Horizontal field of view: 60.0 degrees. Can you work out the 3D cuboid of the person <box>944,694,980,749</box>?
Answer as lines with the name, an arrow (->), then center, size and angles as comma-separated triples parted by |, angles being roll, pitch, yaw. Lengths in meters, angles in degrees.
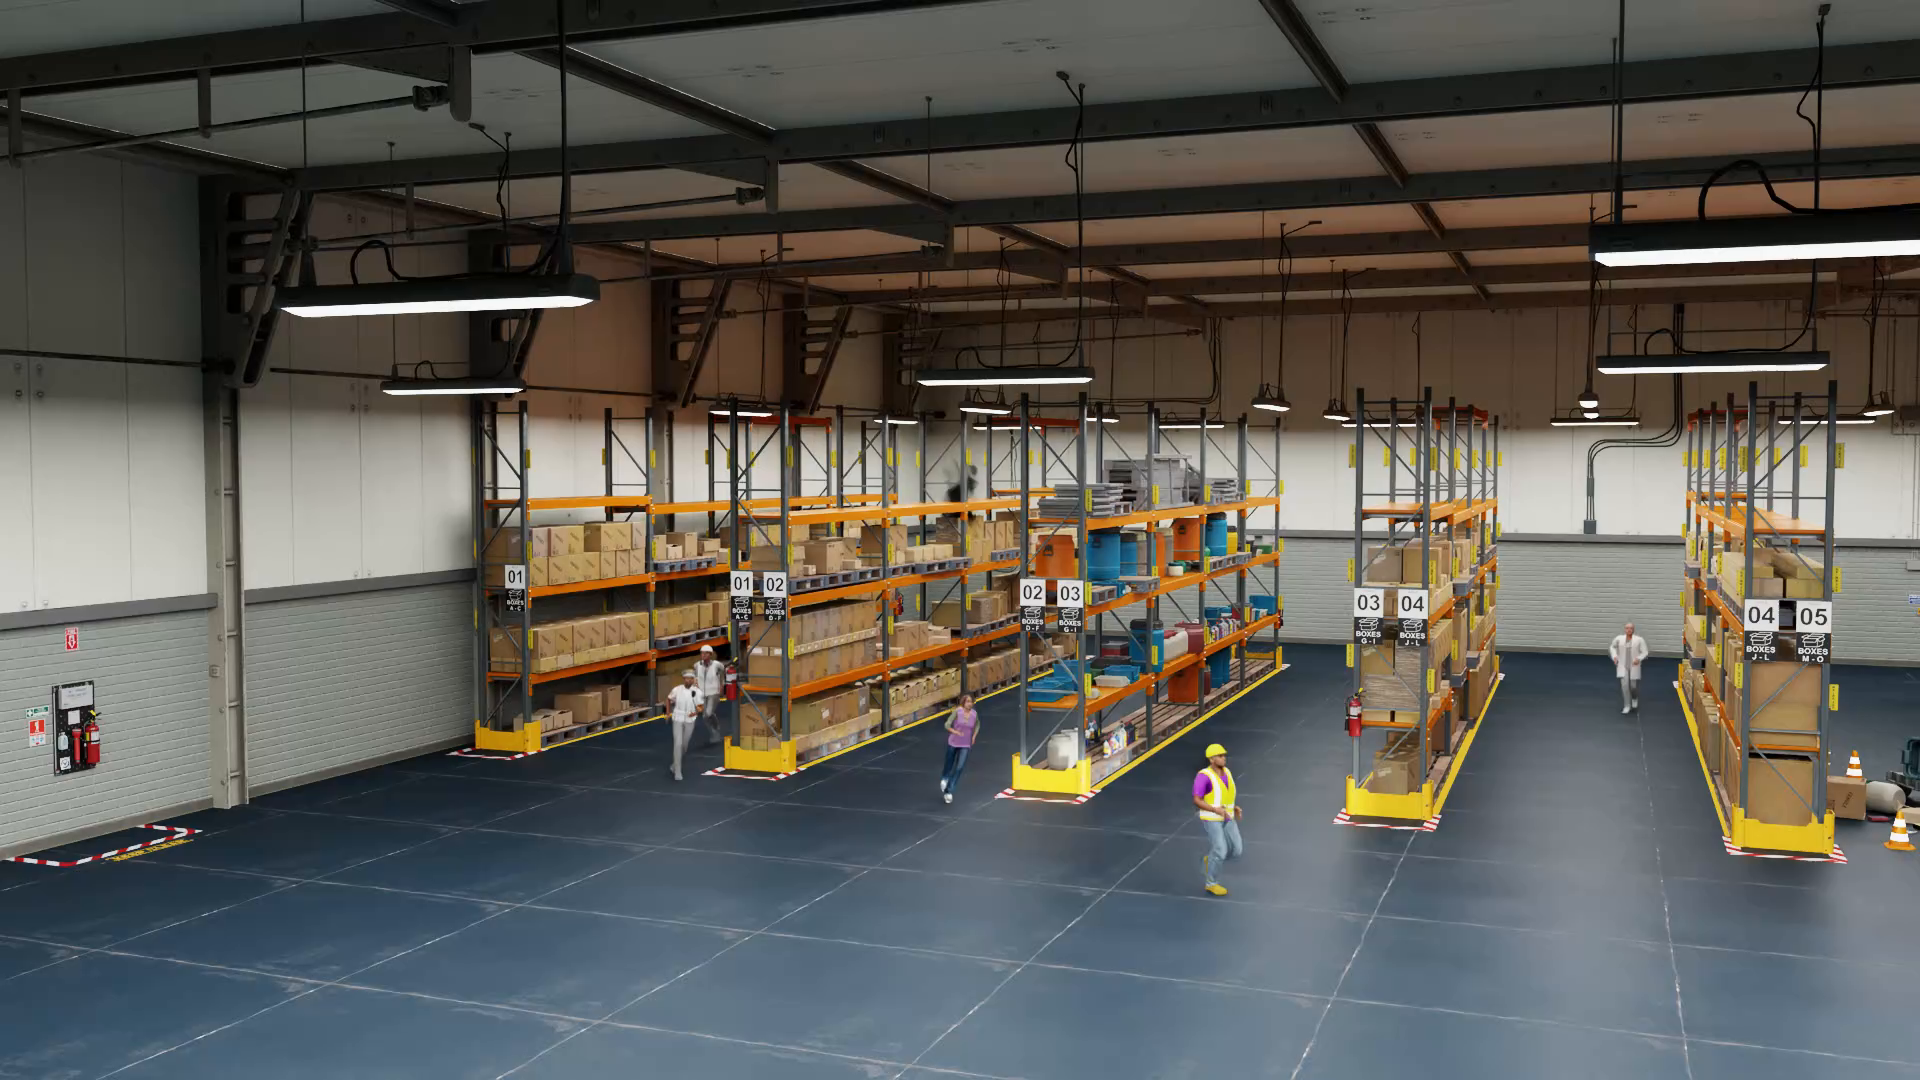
person -> 0.048, 2.667, 24.392 | 0.547, 0.815, 0.473 | 0, 3, -6

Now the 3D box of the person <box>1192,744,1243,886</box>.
person -> 2.998, 3.178, 19.143 | 0.700, 1.659, 0.536 | -2, 4, -40

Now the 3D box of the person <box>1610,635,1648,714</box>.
person -> 13.241, 2.625, 32.956 | 0.720, 1.558, 0.794 | 1, 3, 27

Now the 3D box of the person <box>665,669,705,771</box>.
person -> -4.342, 2.821, 26.265 | 0.609, 1.570, 0.701 | -1, 3, -15

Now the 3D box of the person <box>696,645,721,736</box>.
person -> -4.416, 2.666, 29.170 | 0.446, 1.664, 0.662 | 1, 3, 15
